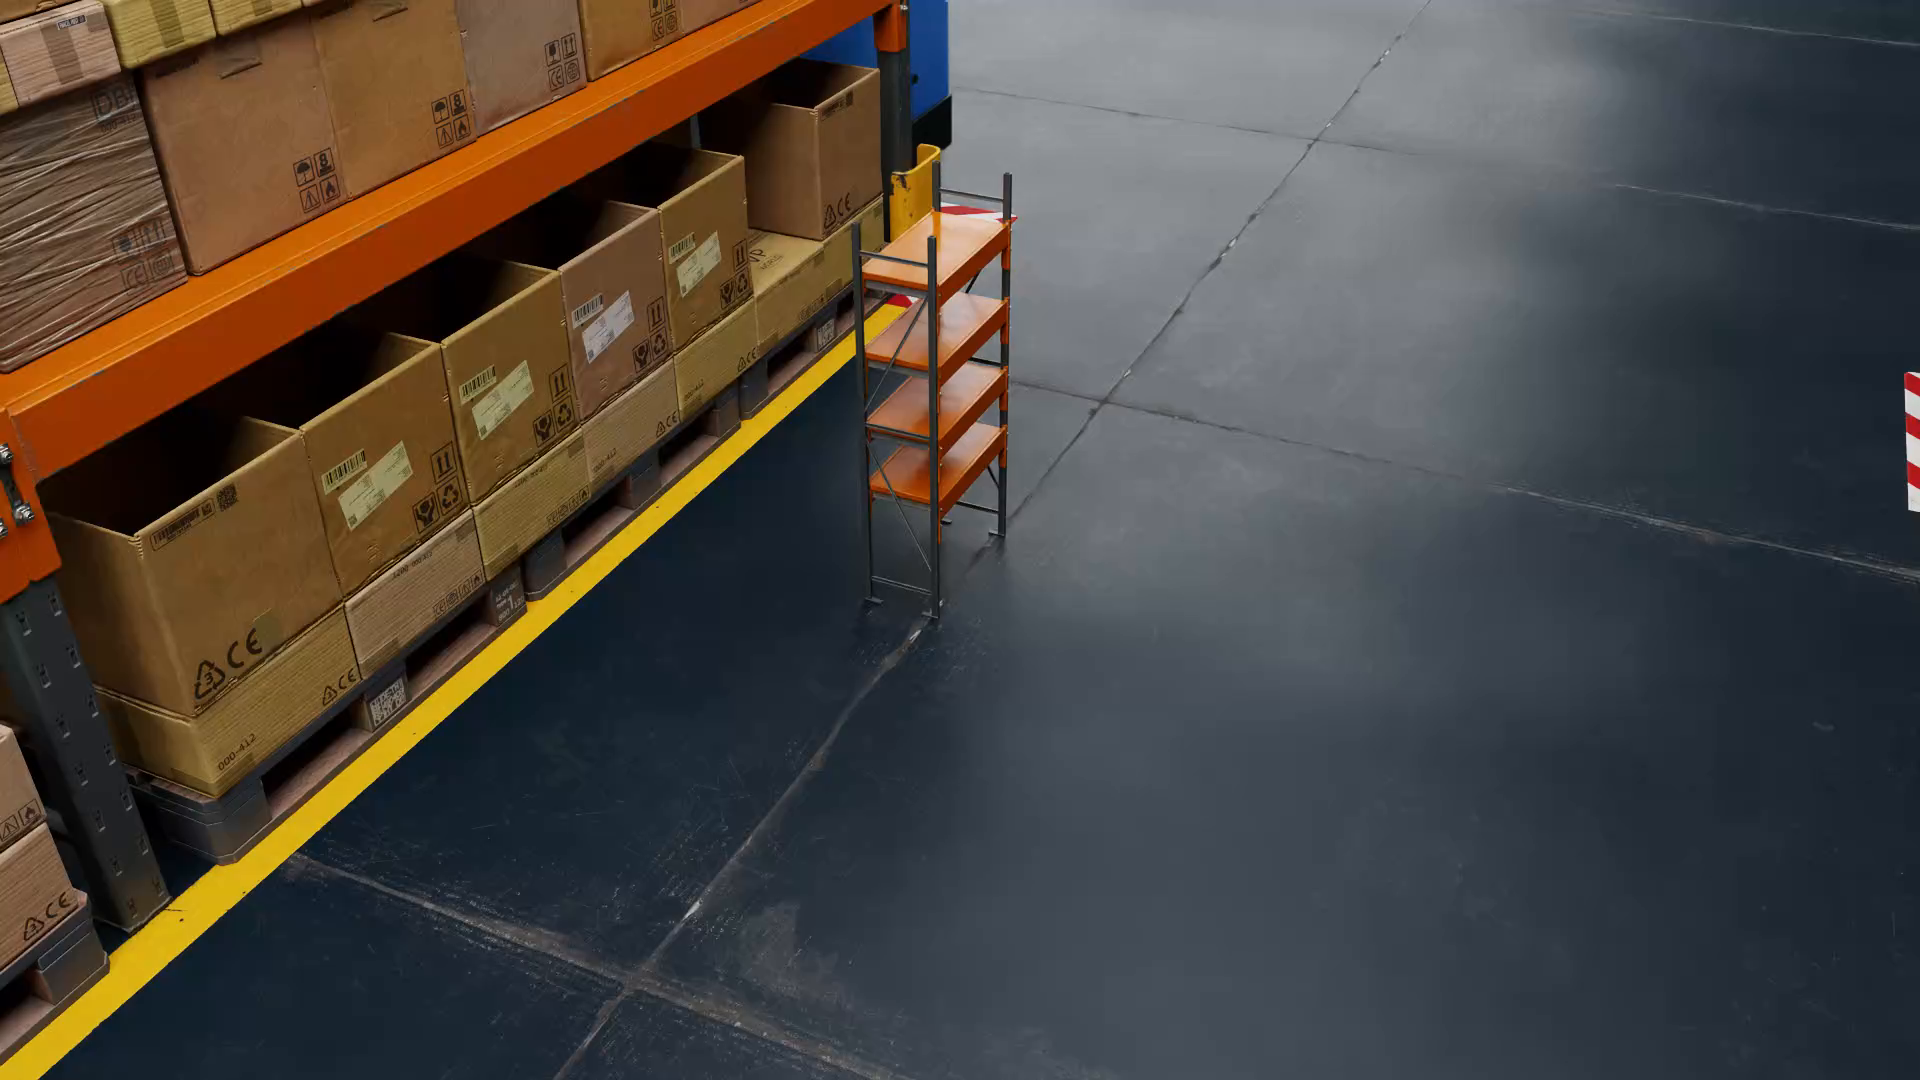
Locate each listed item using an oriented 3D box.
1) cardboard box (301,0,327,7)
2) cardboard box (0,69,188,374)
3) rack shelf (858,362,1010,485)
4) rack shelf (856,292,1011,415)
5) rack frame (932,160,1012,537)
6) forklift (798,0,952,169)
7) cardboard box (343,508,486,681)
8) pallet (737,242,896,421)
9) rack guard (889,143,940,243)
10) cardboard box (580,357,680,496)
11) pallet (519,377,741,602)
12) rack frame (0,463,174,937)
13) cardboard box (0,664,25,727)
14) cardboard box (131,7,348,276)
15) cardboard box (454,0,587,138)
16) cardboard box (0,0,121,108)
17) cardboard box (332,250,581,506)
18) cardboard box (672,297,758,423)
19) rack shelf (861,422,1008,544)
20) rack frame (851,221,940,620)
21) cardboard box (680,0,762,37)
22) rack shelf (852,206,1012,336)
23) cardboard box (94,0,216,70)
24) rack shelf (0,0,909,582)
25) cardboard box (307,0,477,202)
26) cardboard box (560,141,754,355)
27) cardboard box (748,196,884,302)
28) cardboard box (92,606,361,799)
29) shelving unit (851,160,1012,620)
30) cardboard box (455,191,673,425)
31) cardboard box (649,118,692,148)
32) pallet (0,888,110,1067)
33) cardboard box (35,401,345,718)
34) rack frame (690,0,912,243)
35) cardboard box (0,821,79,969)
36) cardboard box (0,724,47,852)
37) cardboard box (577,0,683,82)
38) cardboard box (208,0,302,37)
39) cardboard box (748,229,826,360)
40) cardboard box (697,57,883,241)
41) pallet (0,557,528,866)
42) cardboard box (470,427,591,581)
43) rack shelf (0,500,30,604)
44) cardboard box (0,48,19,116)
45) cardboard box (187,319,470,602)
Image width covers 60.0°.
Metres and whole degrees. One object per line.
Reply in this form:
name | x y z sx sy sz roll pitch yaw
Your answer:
cardboard box | -1.631 -1.393 3.956 0.380 0.149 0.250 13 35 19
cardboard box | -2.165 -0.746 3.561 0.700 0.500 0.500 13 36 19
rack shelf | -0.069 -0.363 4.832 0.258 0.148 0.480 14 36 20
rack shelf | -0.069 -0.550 4.710 0.258 0.148 0.480 14 36 20
rack frame | 0.033 -0.541 4.981 0.240 1.200 0.015 14 36 20
forklift | -1.604 -3.197 7.453 3.031 2.935 1.130 14 36 20
cardboard box | -1.662 0.083 4.512 0.500 0.250 0.500 14 36 20
pallet | -0.954 -0.917 6.456 1.003 0.211 1.213 14 36 20
rack guard | -0.662 -1.440 6.991 1.175 0.500 0.348 14 36 20
cardboard box | -1.244 -0.415 5.272 0.500 0.250 0.500 14 36 20
pallet | -1.465 -0.312 5.533 1.003 0.211 1.213 14 36 20
rack frame | -2.345 -0.482 3.249 1.000 3.000 0.127 14 36 20
cardboard box | -2.350 0.212 4.316 0.500 0.250 0.500 14 36 20
cardboard box | -1.951 -1.010 3.964 0.700 0.500 0.500 14 36 20
cardboard box | -1.524 -1.514 4.733 0.700 0.500 0.500 15 36 22
cardboard box | -1.952 -1.009 3.371 0.380 0.149 0.250 15 36 21
cardboard box | -1.449 -0.478 4.684 0.500 0.500 0.500 14 36 20
cardboard box | -1.034 -0.663 5.651 0.500 0.250 0.500 14 36 20
rack shelf | -0.069 -0.197 4.941 0.258 0.148 0.480 14 36 20
rack frame | -0.171 -0.298 4.610 0.240 1.200 0.015 14 36 20
cardboard box | -1.094 -2.023 5.509 0.700 0.500 0.500 15 36 22
rack shelf | -0.069 -0.748 4.580 0.258 0.148 0.480 14 36 20
cardboard box | -1.846 -1.138 3.567 0.380 0.149 0.250 13 36 19
rack shelf | -1.509 -1.177 4.965 1.077 0.370 4.000 14 36 20
cardboard box | -1.737 -1.259 4.343 0.700 0.500 0.500 15 36 21
cardboard box | -1.031 -0.976 5.444 0.500 0.500 0.500 14 36 20
cardboard box | -0.628 -1.165 6.415 0.500 0.250 0.500 14 36 20
cardboard box | -1.876 0.331 4.134 0.500 0.250 0.500 14 36 20
shelving unit | -0.069 -0.419 4.795 0.258 1.200 0.503 14 36 20
cardboard box | -1.241 -0.728 5.065 0.500 0.500 0.500 14 36 20
cardboard box | -1.306 -1.348 6.010 0.500 0.500 0.500 14 36 20
pallet | -2.618 1.060 3.440 1.003 0.211 1.213 14 36 20
cardboard box | -1.867 0.020 3.925 0.500 0.500 0.500 14 36 20
rack frame | -0.672 -2.474 6.287 1.000 3.000 0.127 14 36 20
cardboard box | -2.255 0.766 3.471 0.500 0.250 0.500 14 36 20
cardboard box | -2.254 0.526 3.326 0.500 0.311 0.500 14 36 20
cardboard box | -1.307 -1.777 5.134 0.700 0.500 0.500 14 36 21
cardboard box | -1.737 -1.269 3.767 0.380 0.149 0.250 14 36 20
cardboard box | -0.826 -0.913 6.031 0.500 0.250 0.500 14 36 20
cardboard box | -0.626 -1.478 6.209 0.500 0.500 0.500 14 36 20
pallet | -1.974 0.298 4.603 1.003 0.211 1.213 14 36 20
cardboard box | -1.448 -0.164 4.890 0.500 0.250 0.500 14 36 20
rack shelf | -3.182 0.815 1.927 1.077 0.370 4.000 14 36 20
cardboard box | -2.057 -0.884 3.180 0.380 0.149 0.250 14 36 20
cardboard box | -1.665 -0.231 4.307 0.500 0.500 0.500 14 36 20
